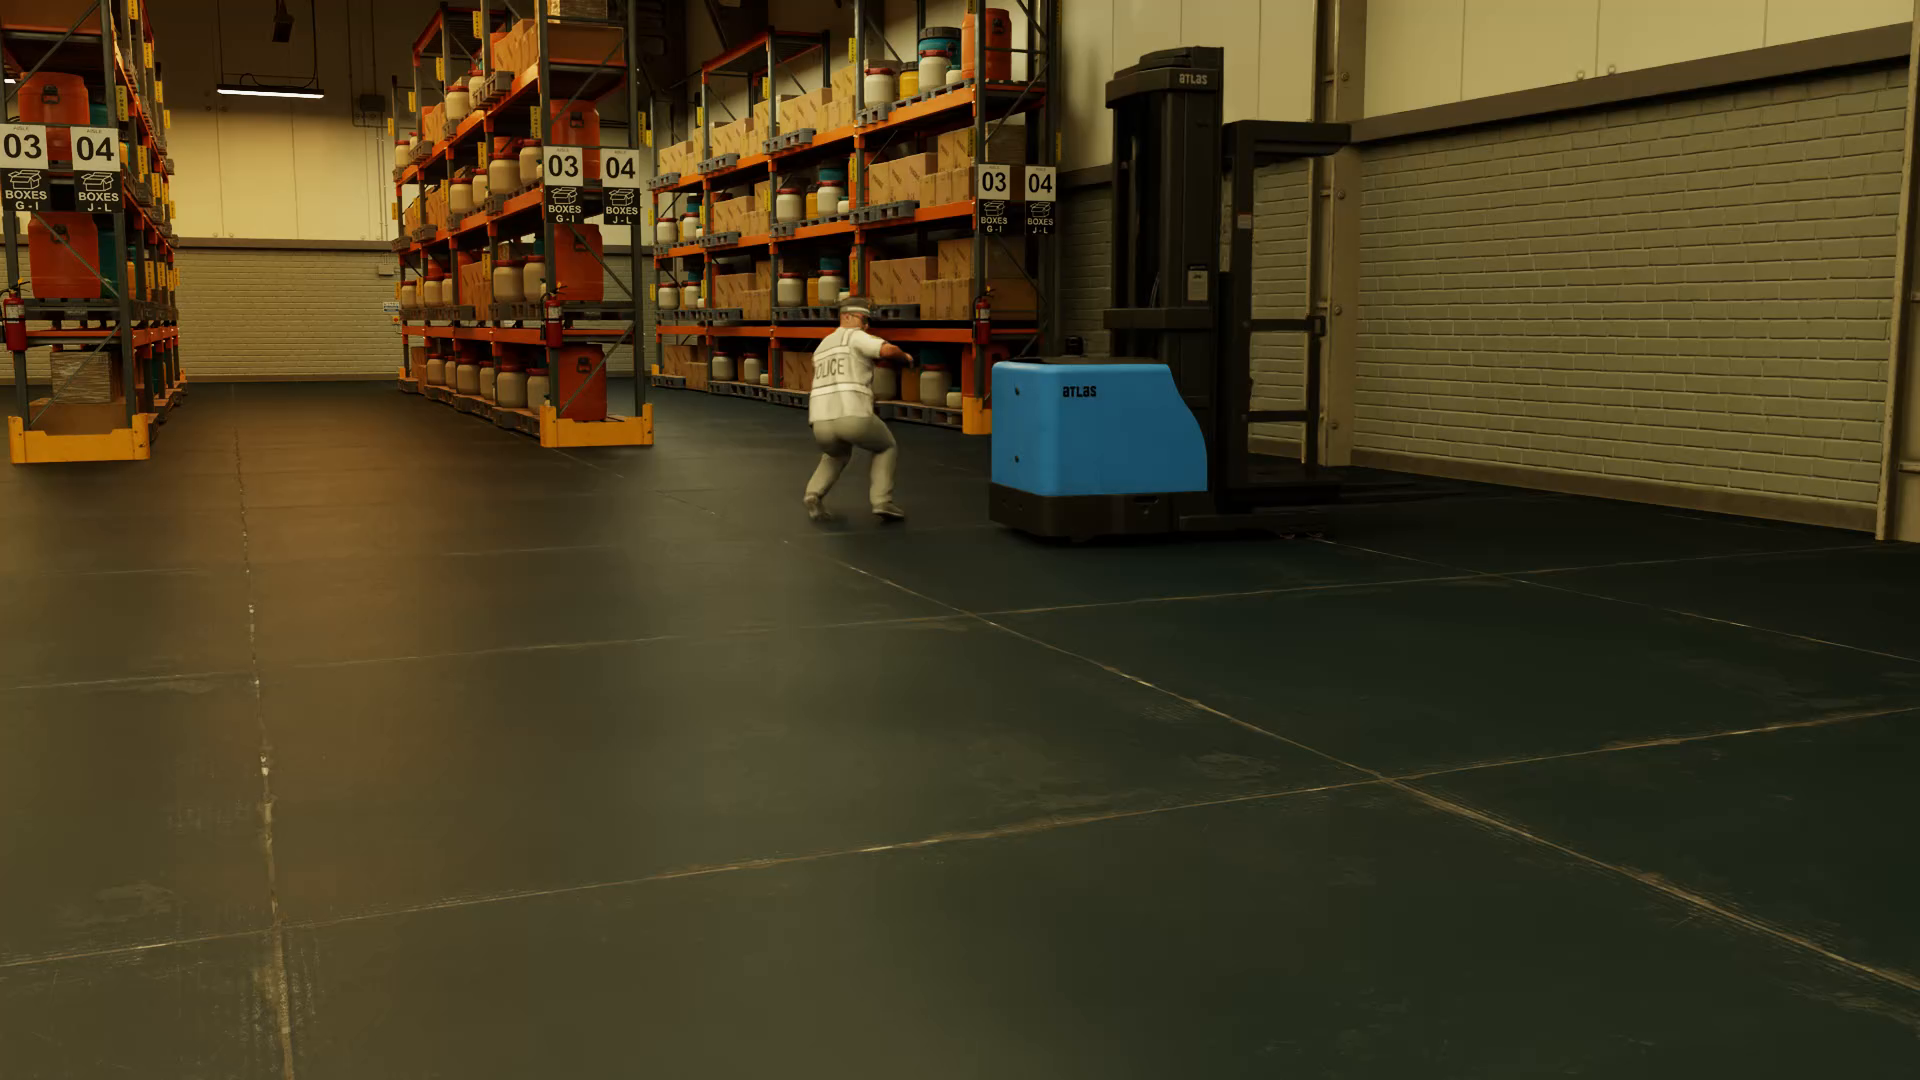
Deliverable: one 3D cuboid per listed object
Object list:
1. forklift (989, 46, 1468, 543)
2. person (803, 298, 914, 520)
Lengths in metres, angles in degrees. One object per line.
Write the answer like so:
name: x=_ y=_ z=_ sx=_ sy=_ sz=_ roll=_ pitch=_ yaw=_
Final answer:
forklift: x=1.761 y=-1.522 z=10.483 sx=3.031 sy=2.935 sz=1.130 roll=-2 pitch=8 yaw=-18
person: x=-0.652 y=-0.860 z=11.167 sx=0.796 sy=1.514 sz=0.963 roll=4 pitch=9 yaw=28
